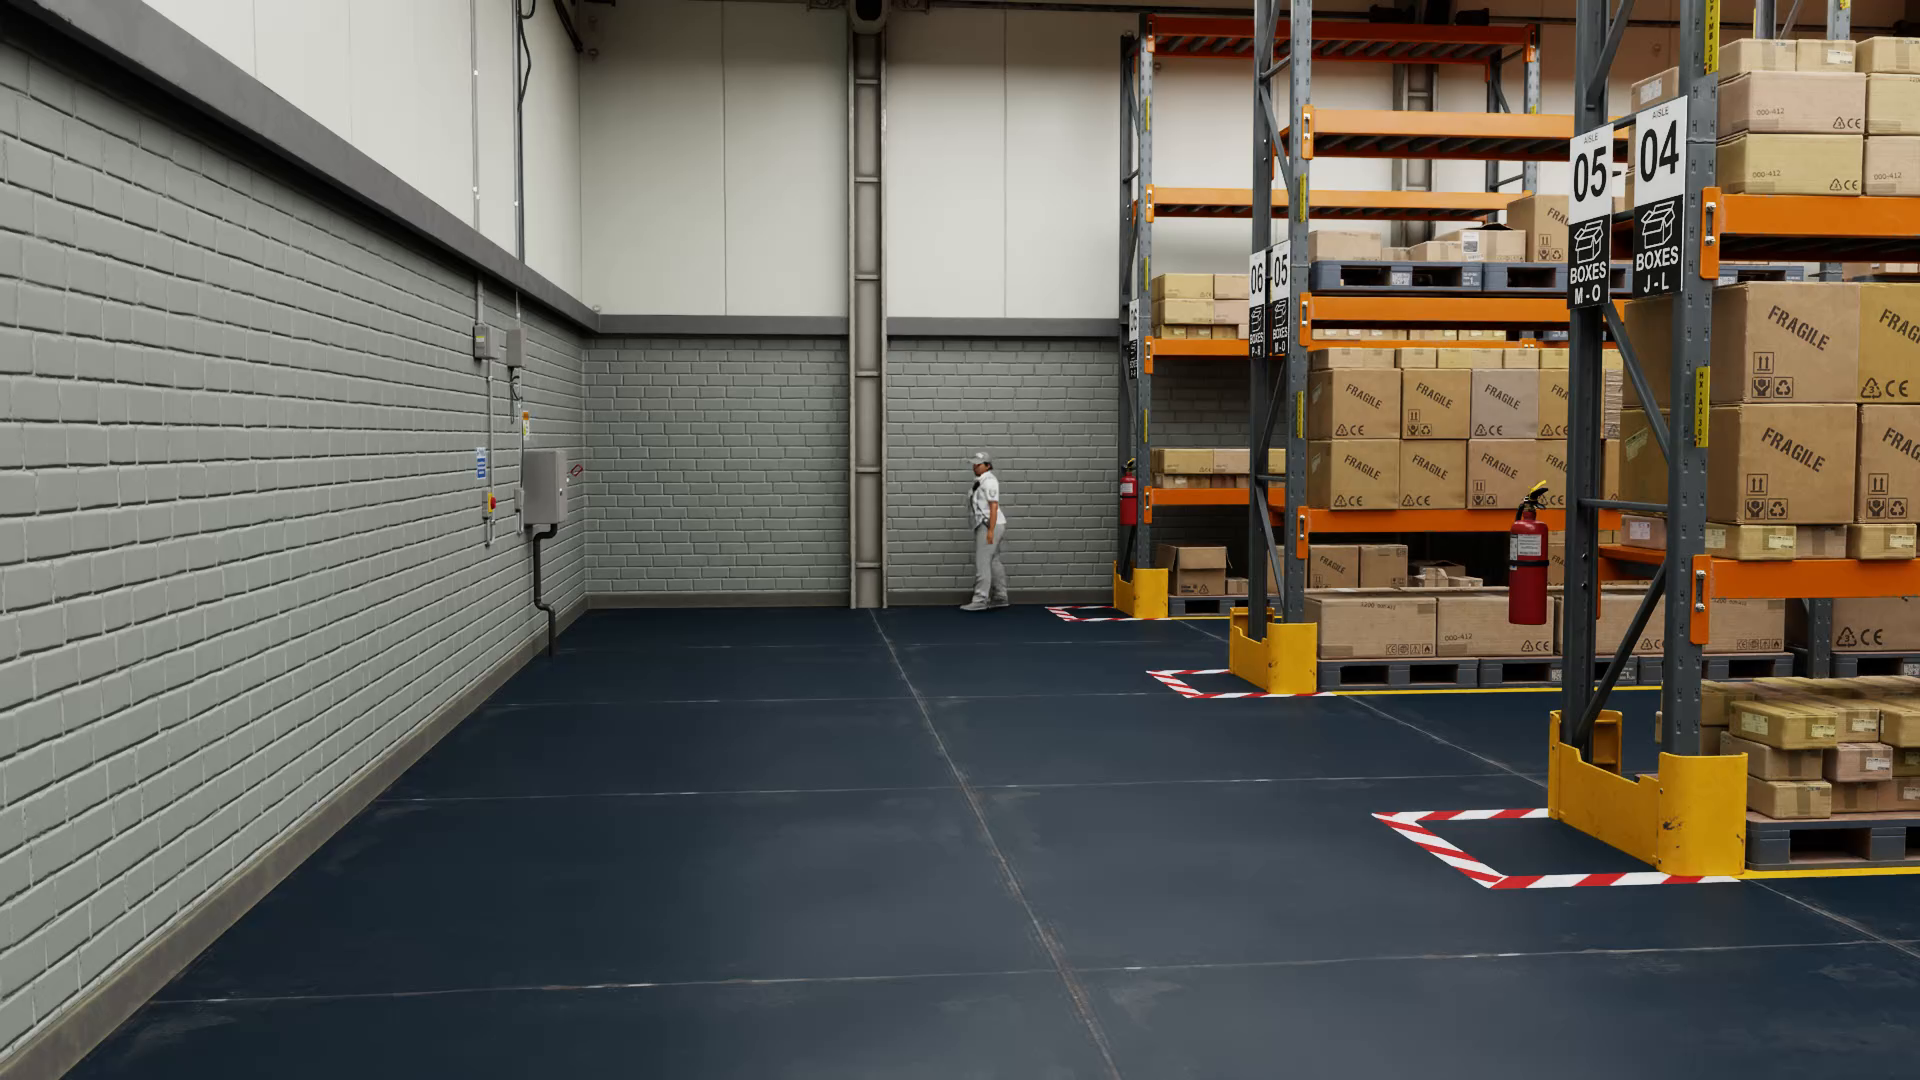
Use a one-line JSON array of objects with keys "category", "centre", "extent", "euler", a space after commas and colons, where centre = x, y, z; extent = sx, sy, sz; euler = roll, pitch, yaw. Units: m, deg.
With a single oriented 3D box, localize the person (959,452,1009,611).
[{"category": "person", "centre": [0.248, -0.098, 17.370], "extent": [0.593, 1.653, 0.600], "euler": [-1, 4, -9]}]
